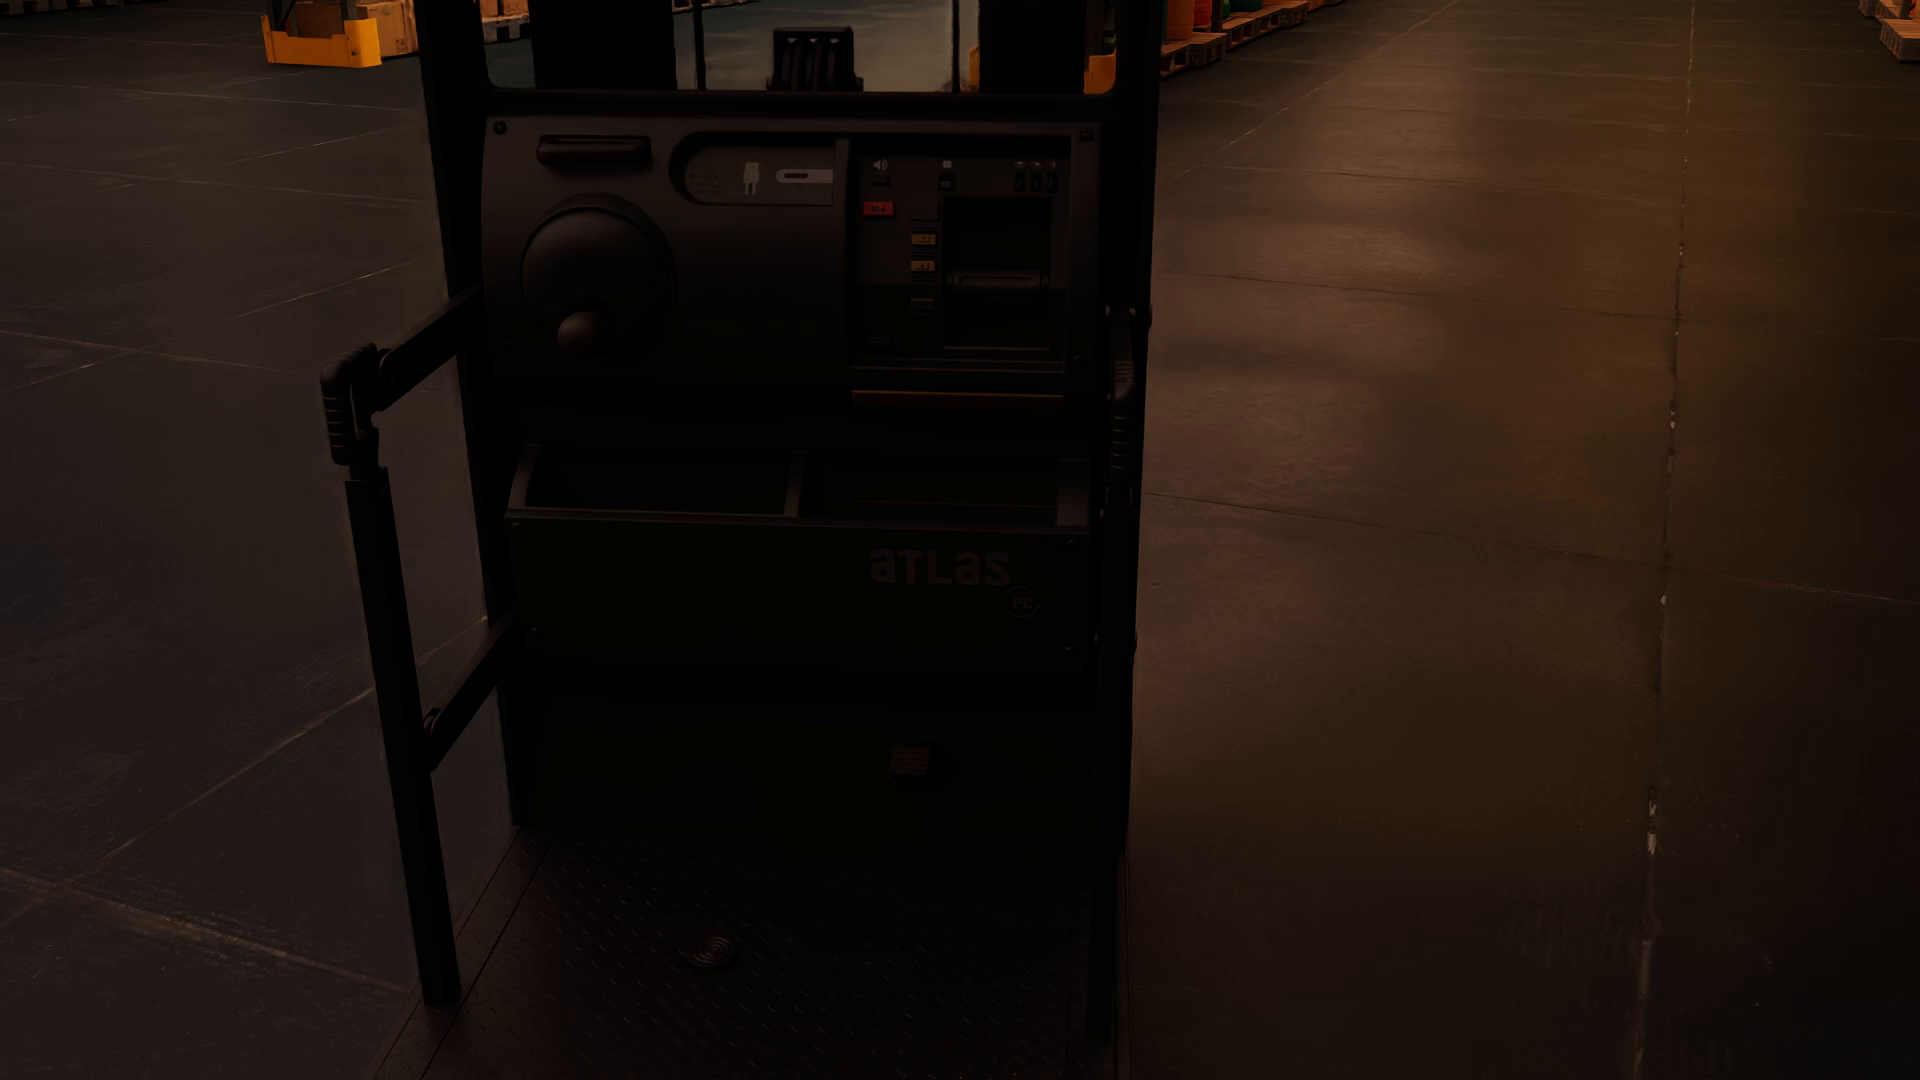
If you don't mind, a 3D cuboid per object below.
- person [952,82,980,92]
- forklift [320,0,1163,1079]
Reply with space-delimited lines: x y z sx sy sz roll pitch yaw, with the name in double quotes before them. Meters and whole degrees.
"person" 0.046 -0.504 4.489 0.878 1.389 0.674 11 25 24
"forklift" -0.270 -0.419 2.296 1.130 2.935 3.031 2 23 4
